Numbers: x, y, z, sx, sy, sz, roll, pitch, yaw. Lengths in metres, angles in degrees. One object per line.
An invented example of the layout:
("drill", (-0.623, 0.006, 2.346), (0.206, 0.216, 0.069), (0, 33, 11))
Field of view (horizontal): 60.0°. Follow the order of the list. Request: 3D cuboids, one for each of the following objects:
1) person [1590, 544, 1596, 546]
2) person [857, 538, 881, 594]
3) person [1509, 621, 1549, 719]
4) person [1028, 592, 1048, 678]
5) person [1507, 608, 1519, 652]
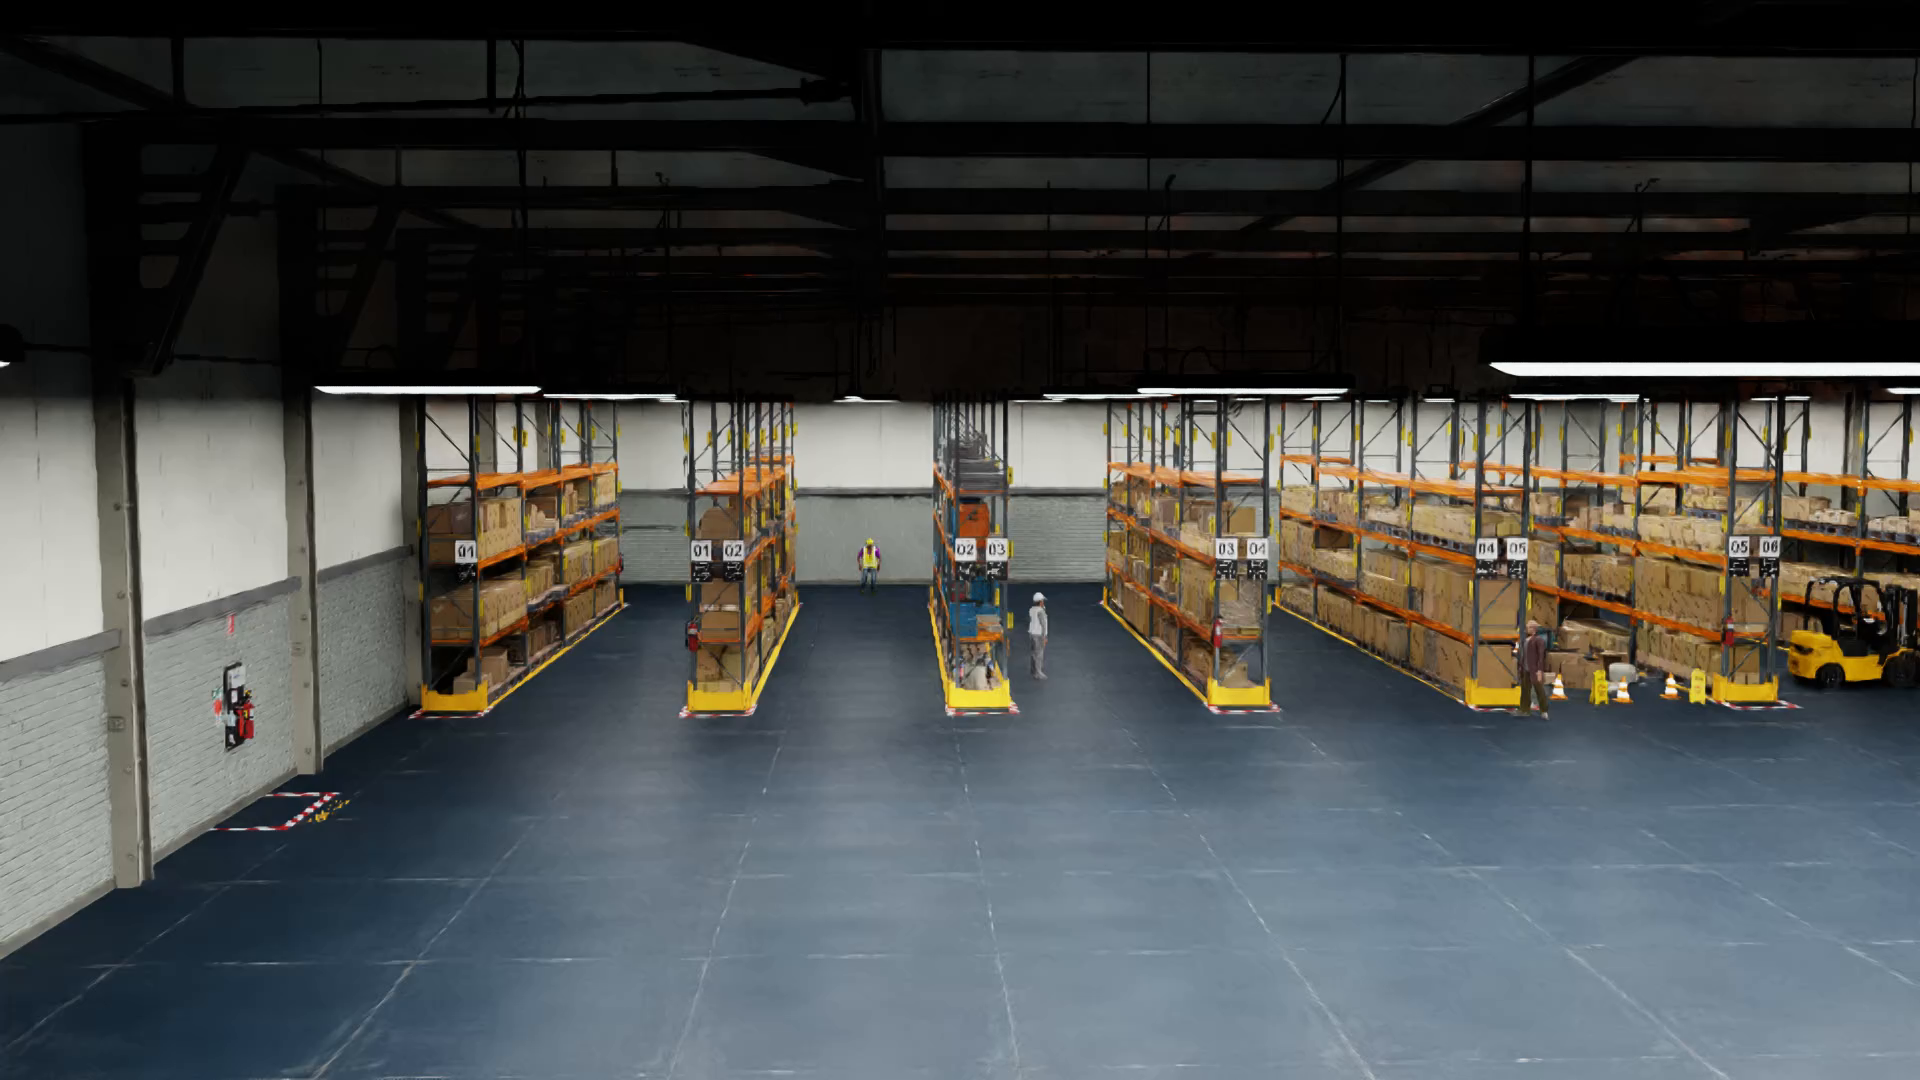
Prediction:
("person", (18.014, 0.996, 47.255), (0.517, 1.737, 0.660), (-1, 5, -10))
("person", (-2.732, 0.793, 50.069), (0.719, 1.713, 0.578), (0, 5, -4))
("person", (10.455, 2.358, 30.338), (0.570, 1.778, 0.692), (-1, 5, -17))
("person", (1.657, 1.979, 34.813), (0.405, 1.779, 0.615), (-2, 5, -25))
("person", (12.535, 1.901, 37.820), (0.568, 1.430, 0.586), (2, 5, 27))
